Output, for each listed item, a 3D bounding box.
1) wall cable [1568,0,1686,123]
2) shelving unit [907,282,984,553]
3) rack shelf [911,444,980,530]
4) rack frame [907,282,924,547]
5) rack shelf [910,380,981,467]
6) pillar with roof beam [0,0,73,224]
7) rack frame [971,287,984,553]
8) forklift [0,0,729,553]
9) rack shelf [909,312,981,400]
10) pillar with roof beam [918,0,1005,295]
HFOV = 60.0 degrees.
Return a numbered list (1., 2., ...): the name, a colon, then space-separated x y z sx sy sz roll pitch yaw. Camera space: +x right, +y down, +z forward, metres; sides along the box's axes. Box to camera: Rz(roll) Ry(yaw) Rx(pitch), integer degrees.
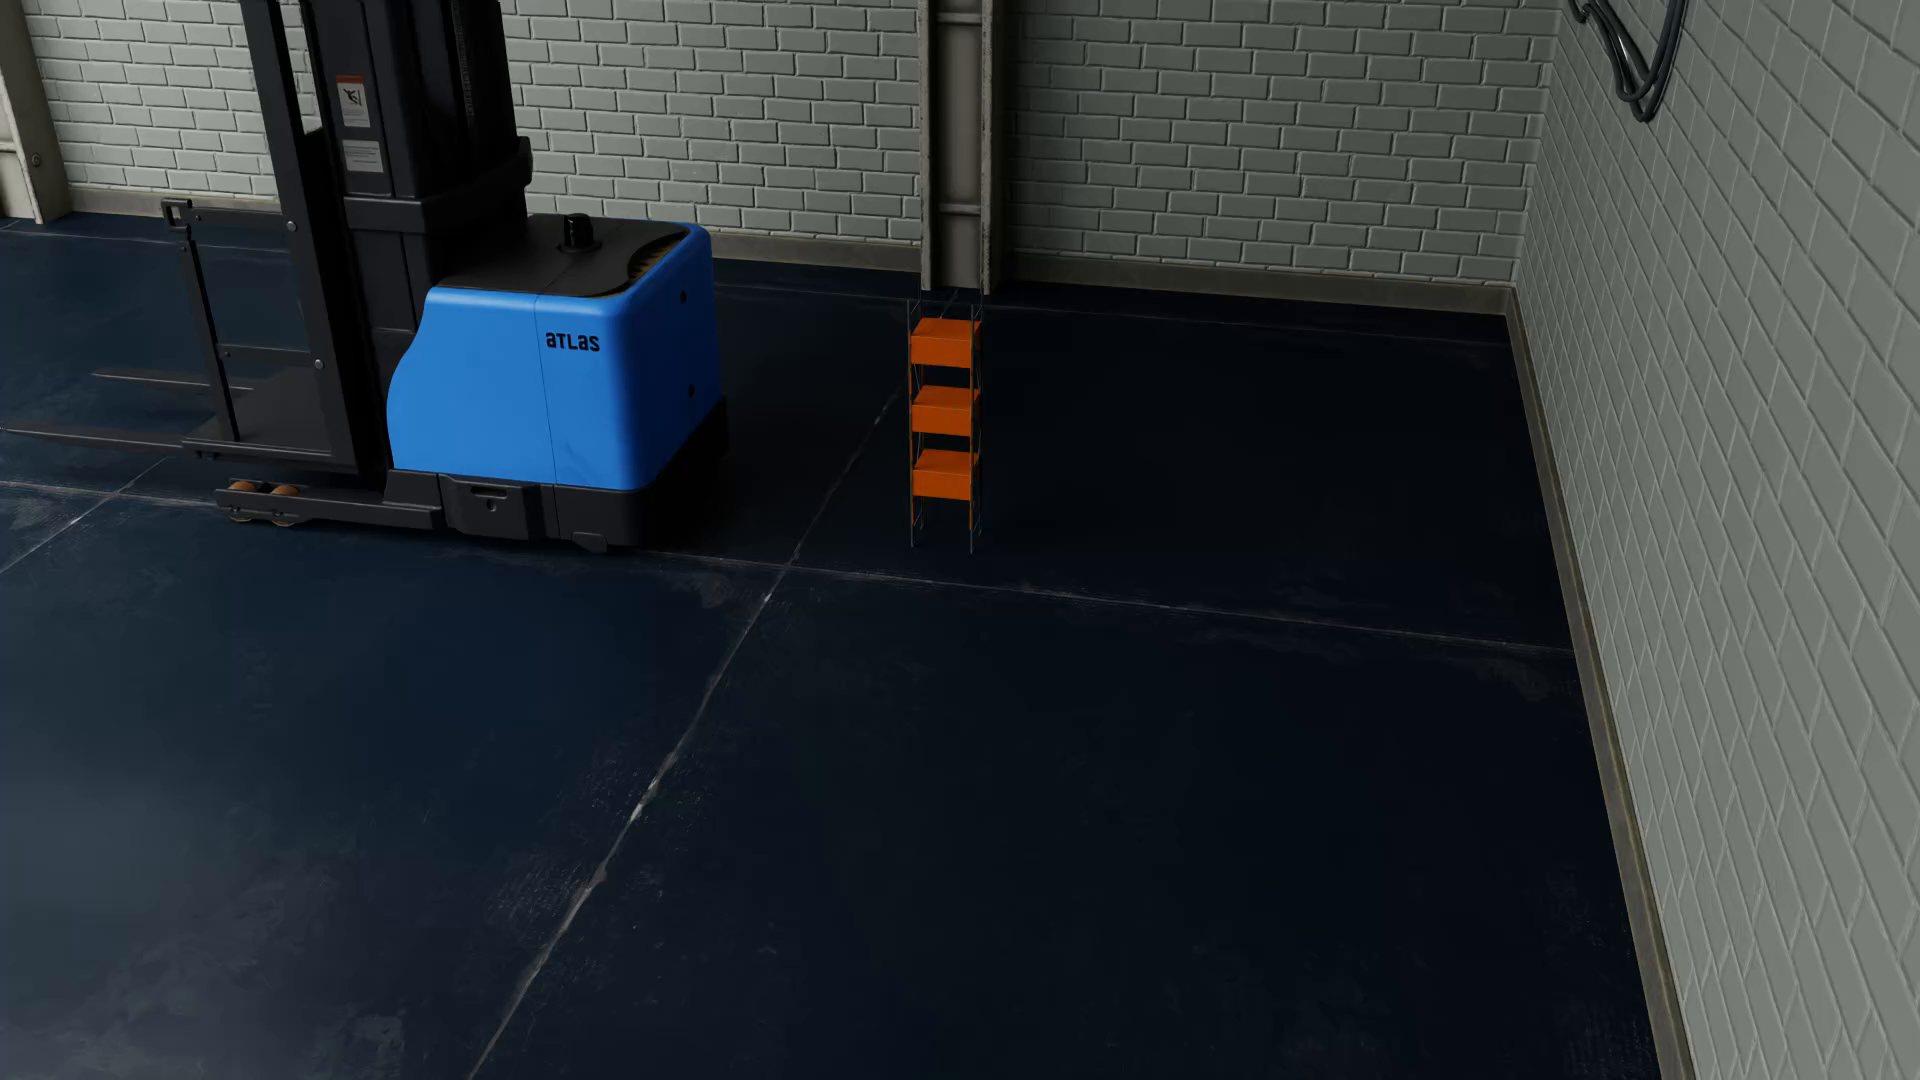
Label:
1. wall cable: 2.614 -3.122 6.316 0.112 2.526 3.097 6 29 11
2. shelving unit: -0.052 -0.466 6.508 0.252 1.050 0.215 6 29 11
3. rack shelf: -0.052 -0.213 6.646 0.240 0.259 0.215 6 29 11
4. rack frame: -0.172 -0.478 6.530 0.008 1.050 0.200 6 29 11
5. rack shelf: -0.052 -0.457 6.513 0.240 0.259 0.215 6 29 11
6. pillar with roof beam: -6.758 -3.981 4.650 0.400 9.000 9.100 6 29 11
7. rack frame: 0.067 -0.454 6.485 0.008 1.050 0.200 6 29 11
8. forklift: -2.592 -1.581 6.586 3.031 2.935 1.130 6 29 10
9. rack shelf: -0.052 -0.705 6.377 0.240 0.259 0.215 6 29 11
10. pillar with roof beam: -0.890 -3.379 3.551 0.400 9.000 9.100 6 29 11
